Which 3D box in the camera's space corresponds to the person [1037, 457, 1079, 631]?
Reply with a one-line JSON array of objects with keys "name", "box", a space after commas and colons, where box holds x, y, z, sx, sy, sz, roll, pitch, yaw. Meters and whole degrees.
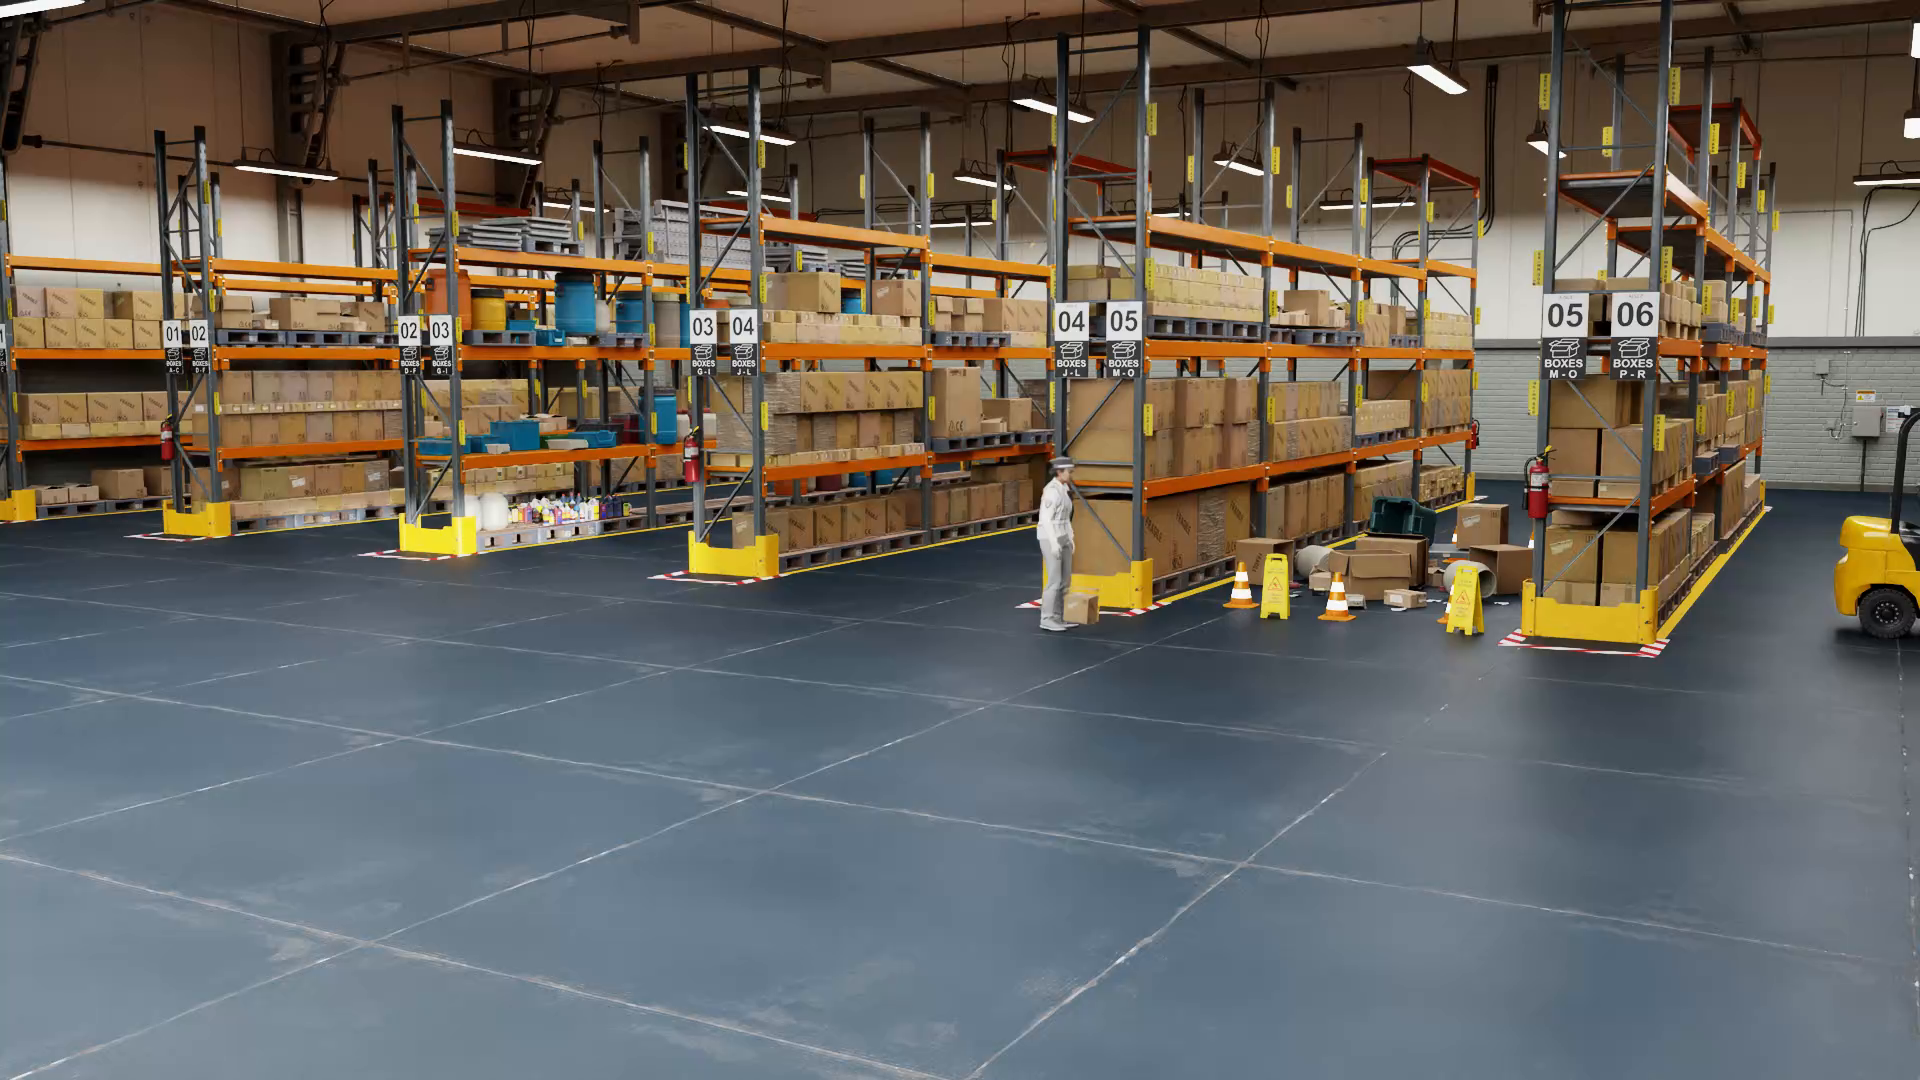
[{"name": "person", "box": [0.945, 0.024, 16.117, 0.360, 1.665, 0.513, 3, 7, 27]}]
